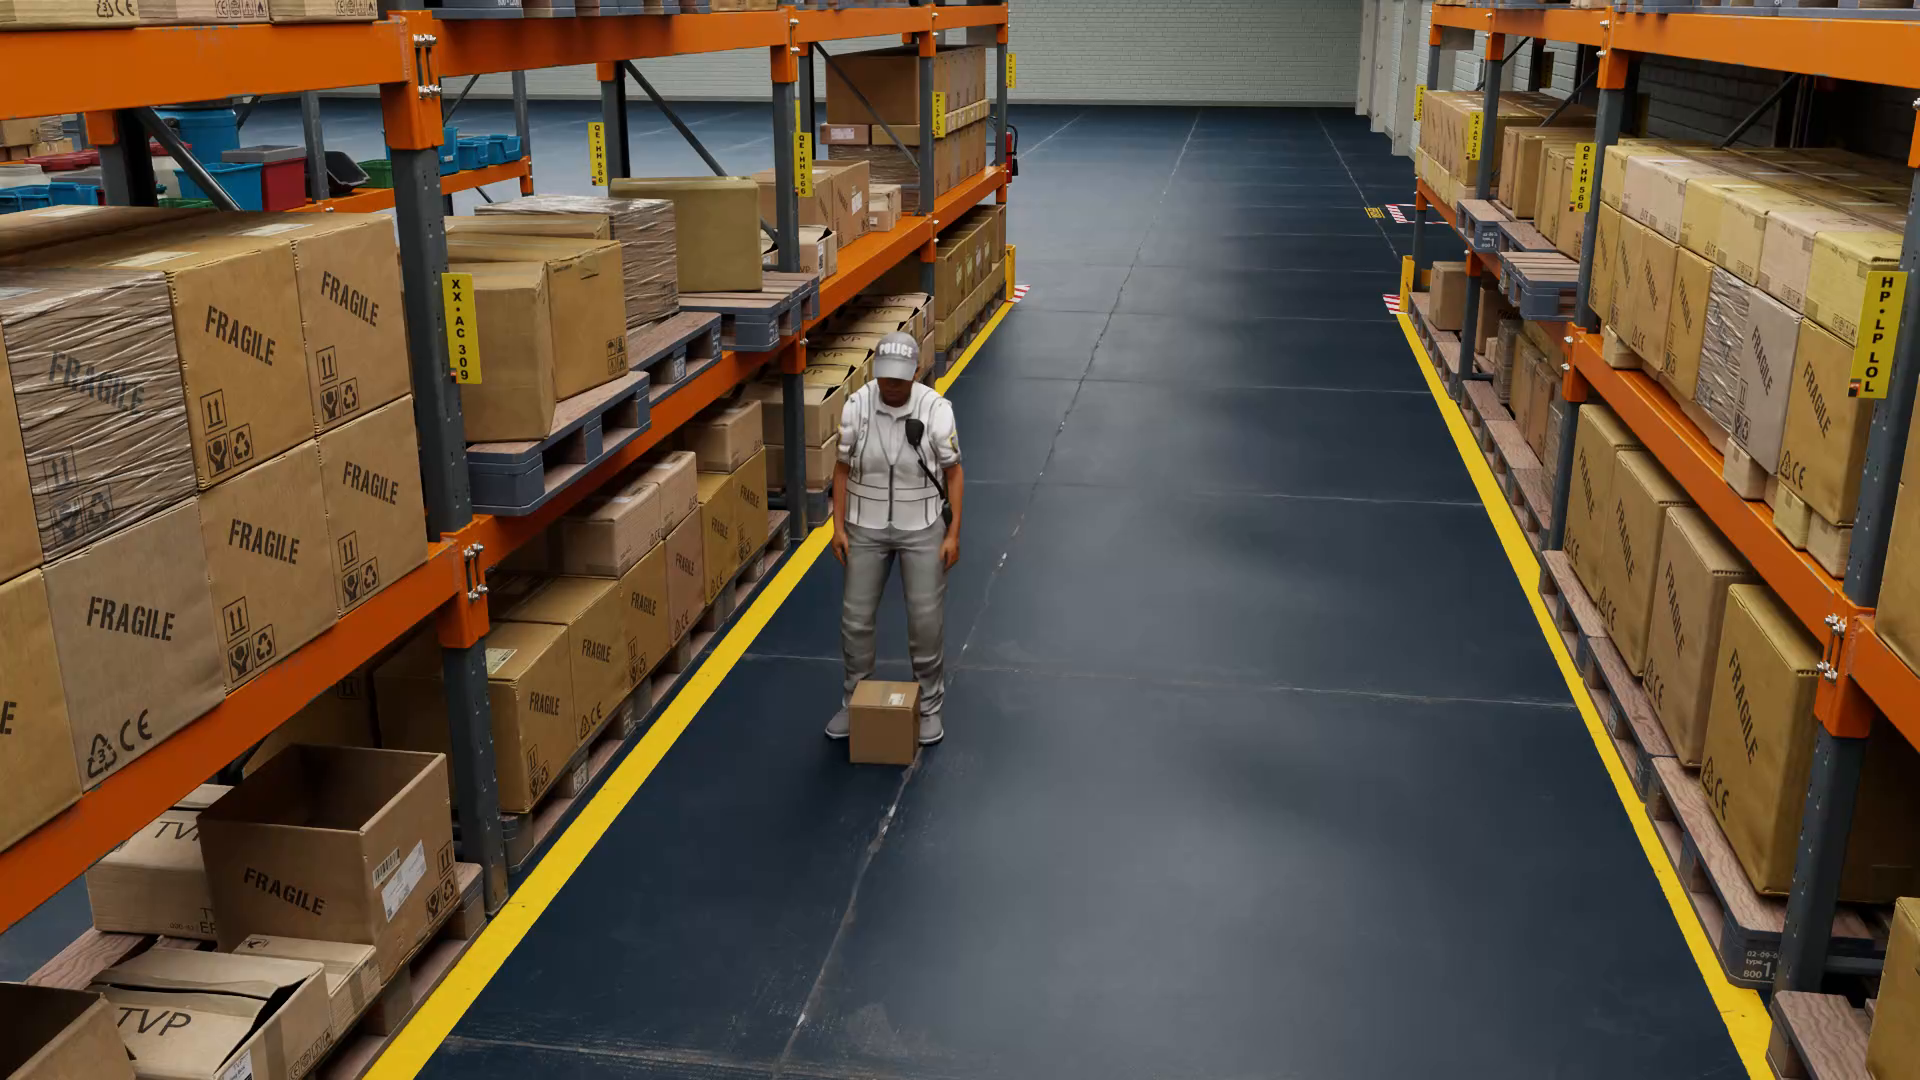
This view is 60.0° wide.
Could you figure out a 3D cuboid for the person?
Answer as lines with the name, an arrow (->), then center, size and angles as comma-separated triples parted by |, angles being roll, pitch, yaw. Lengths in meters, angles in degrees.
person -> -0.266, -0.016, 6.594 | 0.549, 1.664, 0.470 | 2, 18, 7
